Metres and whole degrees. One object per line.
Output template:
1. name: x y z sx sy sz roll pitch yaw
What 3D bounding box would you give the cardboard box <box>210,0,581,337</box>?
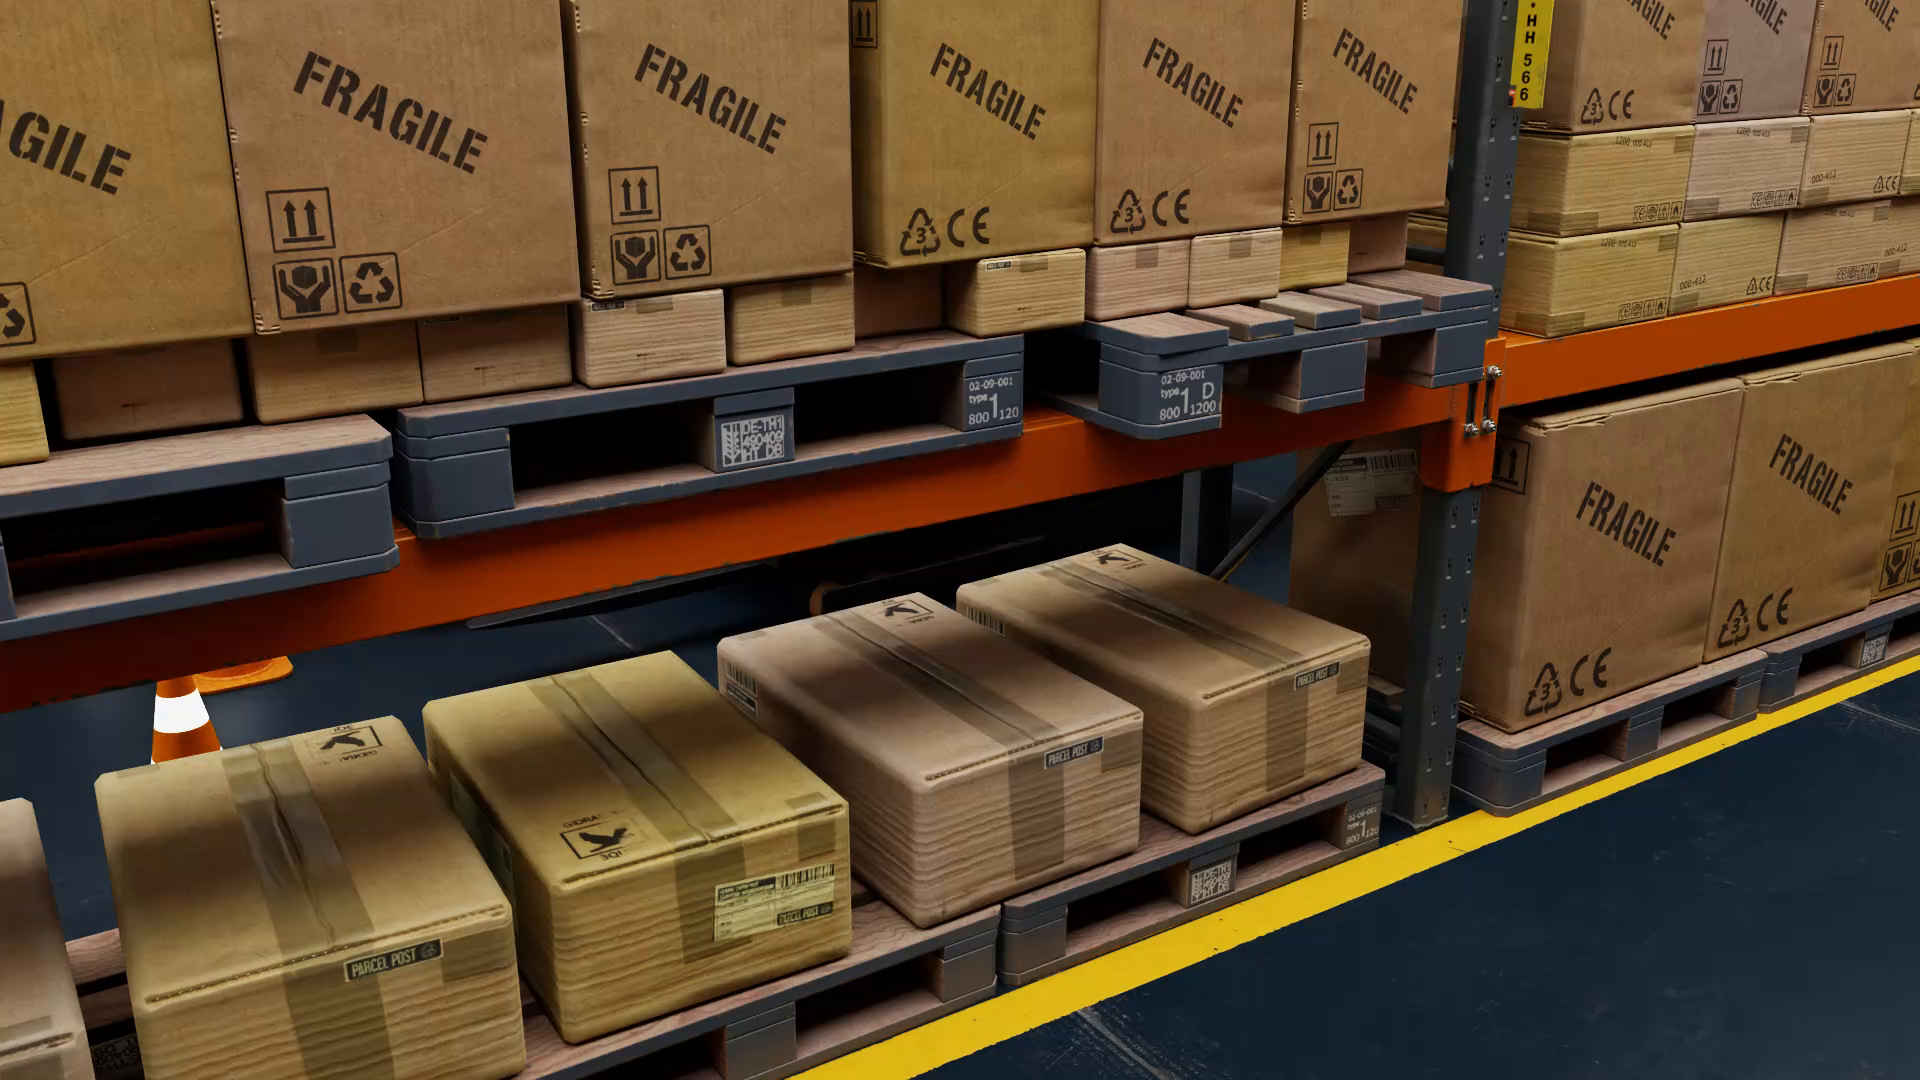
1. cardboard box: -0.960 -0.644 2.689 0.500 0.500 0.500 -12 22 -32

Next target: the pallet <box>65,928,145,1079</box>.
1. pallet: -1.698 1.104 3.148 1.213 0.211 1.003 -12 22 -31

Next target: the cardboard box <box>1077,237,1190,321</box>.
1. cardboard box: 0.264 -0.578 3.506 0.250 0.149 0.380 -13 23 -34

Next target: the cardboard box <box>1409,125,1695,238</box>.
1. cardboard box: 1.552 -0.973 4.391 0.500 0.250 0.500 -12 22 -32

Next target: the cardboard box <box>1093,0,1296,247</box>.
1. cardboard box: 0.341 -0.922 3.513 0.500 0.500 0.500 -12 22 -32

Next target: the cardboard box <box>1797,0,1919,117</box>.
1. cardboard box: 2.389 -1.503 4.790 0.500 0.500 0.500 -11 22 -30

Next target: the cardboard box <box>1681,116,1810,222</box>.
1. cardboard box: 1.984 -1.063 4.660 0.500 0.250 0.500 -11 22 -30

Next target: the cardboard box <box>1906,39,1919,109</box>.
1. cardboard box: 2.812 -1.591 5.050 0.500 0.500 0.500 -12 22 -31

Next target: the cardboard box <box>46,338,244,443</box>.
1. cardboard box: -1.304 -0.284 2.637 0.250 0.149 0.380 -10 21 -28

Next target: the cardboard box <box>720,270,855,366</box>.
1. cardboard box: -0.402 -0.449 3.125 0.250 0.149 0.380 -13 22 -33

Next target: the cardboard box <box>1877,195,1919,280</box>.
1. cardboard box: 2.811 -1.005 5.269 0.500 0.250 0.500 -12 22 -31

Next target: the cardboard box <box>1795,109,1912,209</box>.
1. cardboard box: 2.408 -1.148 4.910 0.500 0.250 0.500 -12 22 -32

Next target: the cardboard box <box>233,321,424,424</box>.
1. cardboard box: -1.066 -0.318 2.738 0.250 0.149 0.380 -12 22 -31

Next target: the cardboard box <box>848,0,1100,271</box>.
1. cardboard box: -0.080 -0.833 3.249 0.500 0.500 0.500 -14 23 -35

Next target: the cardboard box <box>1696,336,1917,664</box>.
1. cardboard box: 2.363 -0.231 5.407 0.875 0.875 0.875 -12 22 -31

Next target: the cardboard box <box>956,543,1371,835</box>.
1. cardboard box: 0.516 0.359 4.446 0.625 0.372 0.950 -14 23 -35

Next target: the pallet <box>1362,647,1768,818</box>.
1. pallet: 1.693 0.419 5.177 1.213 0.211 1.003 -12 22 -31

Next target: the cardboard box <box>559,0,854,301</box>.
1. cardboard box: -0.537 -0.737 2.966 0.500 0.500 0.500 -13 23 -34

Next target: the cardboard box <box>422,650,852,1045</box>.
1. cardboard box: -0.733 0.623 3.665 0.625 0.372 0.950 -11 22 -30

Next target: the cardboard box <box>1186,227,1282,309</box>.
1. cardboard box: 0.479 -0.620 3.631 0.250 0.149 0.380 -12 22 -32

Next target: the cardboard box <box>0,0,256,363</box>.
1. cardboard box: -1.380 -0.560 2.443 0.500 0.500 0.500 -12 22 -31

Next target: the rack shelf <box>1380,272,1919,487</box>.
1. rack shelf: 2.664 -0.795 5.536 4.000 0.370 1.077 -12 22 -31

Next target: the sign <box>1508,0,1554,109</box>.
1. sign: 1.300 -1.151 3.782 0.005 0.325 0.100 -12 22 -31

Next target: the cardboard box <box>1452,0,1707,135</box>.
1. cardboard box: 1.540 -1.326 4.266 0.500 0.500 0.500 -13 22 -33

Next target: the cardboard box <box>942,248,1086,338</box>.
1. cardboard box: 0.042 -0.525 3.352 0.250 0.149 0.380 -11 22 -30

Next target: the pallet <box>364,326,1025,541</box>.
1. pallet: -0.638 -0.333 3.346 1.213 0.211 1.003 -12 22 -31

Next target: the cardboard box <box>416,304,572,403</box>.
1. cardboard box: -0.859 -0.361 2.865 0.250 0.149 0.380 -12 22 -31

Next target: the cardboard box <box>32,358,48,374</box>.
1. cardboard box: -1.644 -0.420 3.040 0.250 0.149 0.380 -12 22 -32

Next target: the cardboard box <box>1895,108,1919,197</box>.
1. cardboard box: 2.838 -1.234 5.164 0.500 0.250 0.500 -11 22 -30

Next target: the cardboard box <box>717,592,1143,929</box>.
1. cardboard box: -0.096 0.491 4.055 0.625 0.372 0.950 -12 22 -32

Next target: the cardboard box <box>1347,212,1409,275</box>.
1. cardboard box: 0.849 -0.743 3.995 0.250 0.149 0.380 -11 22 -29

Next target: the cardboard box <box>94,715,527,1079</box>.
1. cardboard box: -1.312 0.746 3.301 0.625 0.372 0.950 -10 21 -28

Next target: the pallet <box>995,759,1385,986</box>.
1. pallet: 0.340 0.675 4.419 1.213 0.211 1.003 -12 22 -31

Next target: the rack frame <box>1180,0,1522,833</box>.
1. rack frame: 0.993 -0.784 4.379 0.127 3.000 1.000 -12 22 -31

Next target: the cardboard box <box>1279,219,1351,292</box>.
1. cardboard box: 0.665 -0.676 3.798 0.250 0.149 0.380 -12 22 -31

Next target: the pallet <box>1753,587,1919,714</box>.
1. pallet: 2.711 0.205 5.808 1.213 0.211 1.003 -12 22 -31

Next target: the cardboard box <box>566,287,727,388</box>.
1. cardboard box: -0.608 -0.394 2.963 0.250 0.149 0.380 -11 22 -29

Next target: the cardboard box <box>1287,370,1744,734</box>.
1. cardboard box: 1.616 -0.075 4.946 0.875 0.875 0.875 -12 22 -32

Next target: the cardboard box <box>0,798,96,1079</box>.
1. cardboard box: -1.911 0.874 2.924 0.625 0.372 0.950 -12 22 -31

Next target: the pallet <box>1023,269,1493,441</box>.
1. pallet: 0.457 -0.539 3.954 1.003 0.211 1.213 -12 22 -31

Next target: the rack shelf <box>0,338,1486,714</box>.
1. rack shelf: -0.677 -0.090 3.452 4.000 0.370 1.077 -12 22 -31

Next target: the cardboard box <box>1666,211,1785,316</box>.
1. cardboard box: 1.959 -0.827 4.740 0.500 0.250 0.500 -13 22 -33

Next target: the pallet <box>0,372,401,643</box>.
1. pallet: -1.629 -0.084 2.609 1.213 0.211 1.003 -12 22 -31

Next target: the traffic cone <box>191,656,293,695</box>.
1. traffic cone: -2.390 0.211 5.397 0.334 0.463 0.336 -12 22 -31

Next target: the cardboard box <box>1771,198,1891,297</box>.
1. cardboard box: 2.401 -0.917 5.009 0.500 0.250 0.500 -11 22 -30

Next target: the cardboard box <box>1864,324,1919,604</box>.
1. cardboard box: 3.110 -0.389 5.873 0.875 0.875 0.875 -11 22 -30

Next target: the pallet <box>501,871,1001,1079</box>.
1. pallet: -0.678 0.888 3.788 1.213 0.211 1.003 -12 22 -31

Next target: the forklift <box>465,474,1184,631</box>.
1. forklift: -0.509 -1.270 5.924 3.031 2.935 1.130 -13 23 -34

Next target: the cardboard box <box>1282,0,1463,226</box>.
1. cardboard box: 0.766 -1.016 3.791 0.500 0.500 0.500 -13 22 -33

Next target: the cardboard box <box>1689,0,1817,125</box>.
1. cardboard box: 1.949 -1.416 4.532 0.500 0.500 0.500 -12 22 -31

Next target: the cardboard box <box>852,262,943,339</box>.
1. cardboard box: -0.237 -0.515 3.321 0.250 0.149 0.380 -12 22 -31

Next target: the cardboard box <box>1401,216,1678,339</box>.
1. cardboard box: 1.540 -0.731 4.459 0.500 0.250 0.500 -12 22 -32

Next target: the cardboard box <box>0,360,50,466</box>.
1. cardboard box: -1.499 -0.213 2.429 0.250 0.149 0.380 -11 22 -30

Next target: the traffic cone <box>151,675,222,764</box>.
1. traffic cone: -2.082 0.530 4.455 0.334 0.463 0.336 -12 22 -31
